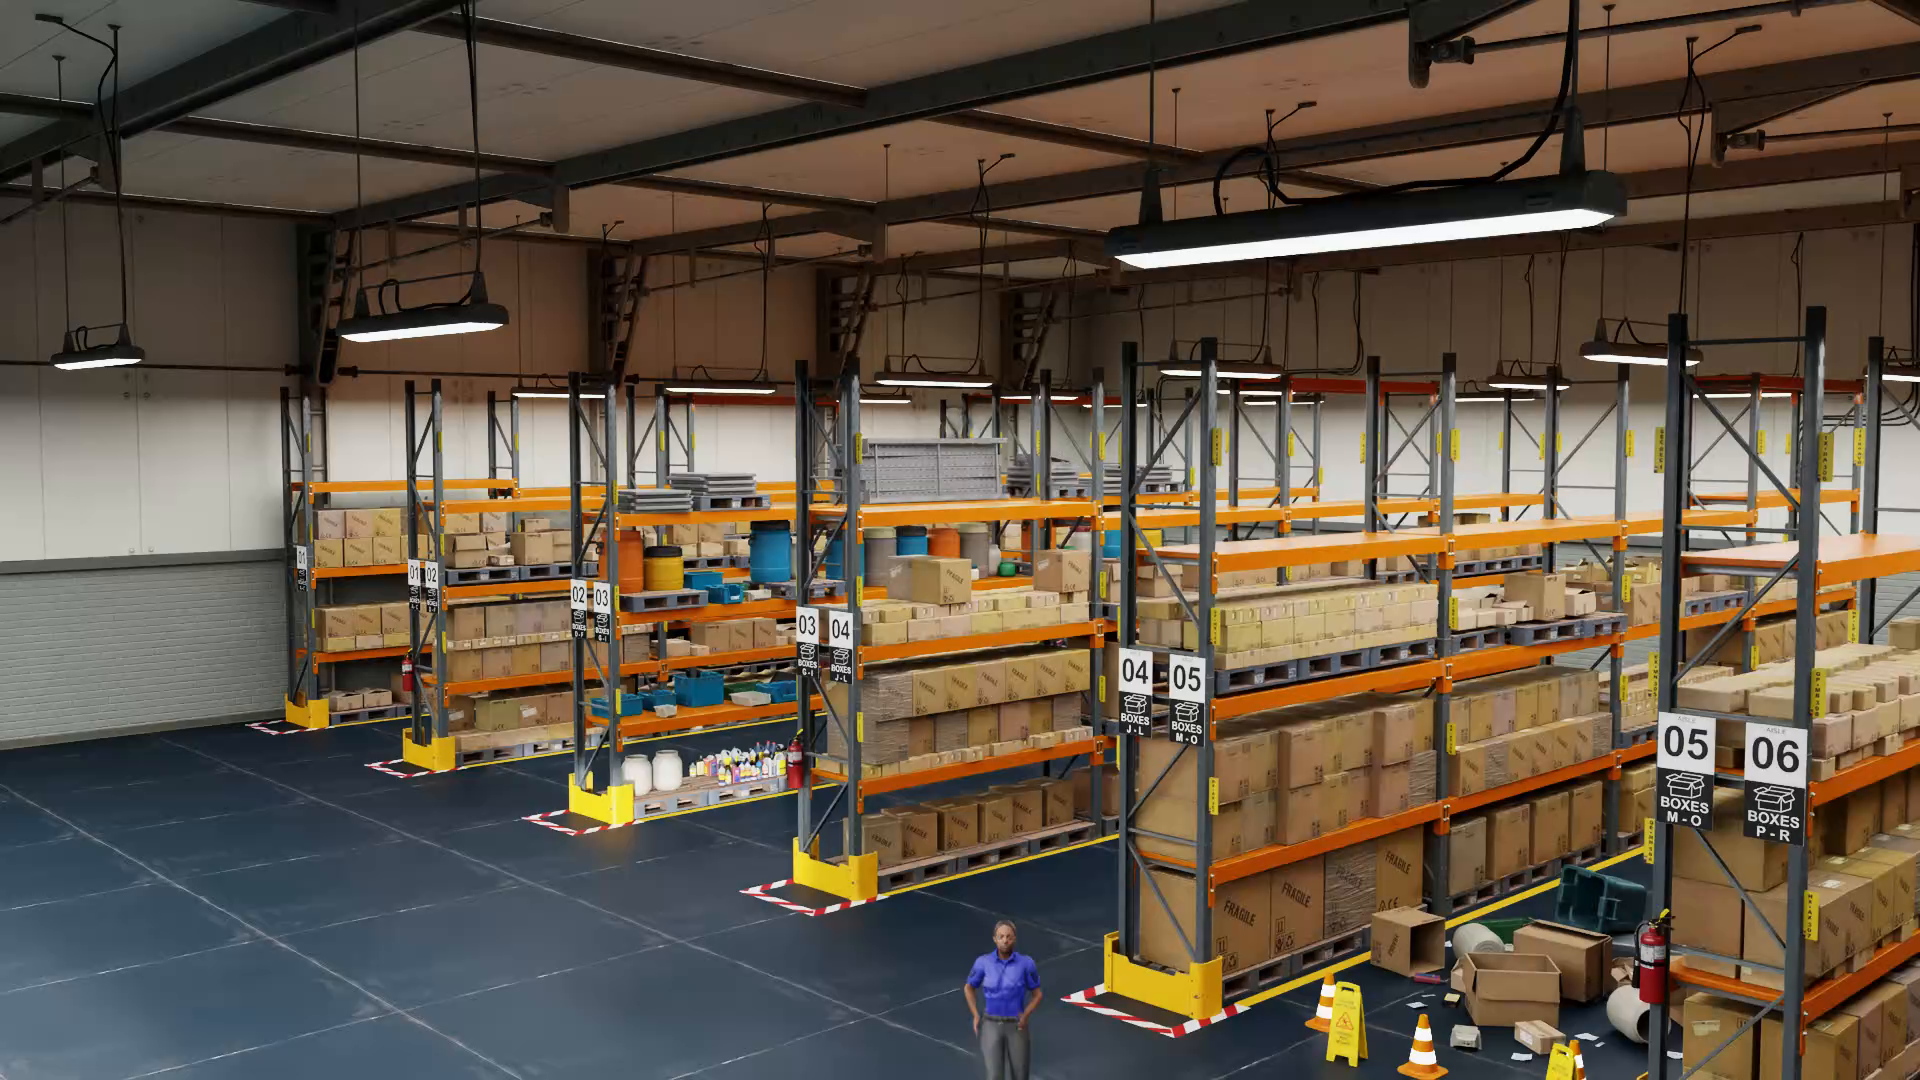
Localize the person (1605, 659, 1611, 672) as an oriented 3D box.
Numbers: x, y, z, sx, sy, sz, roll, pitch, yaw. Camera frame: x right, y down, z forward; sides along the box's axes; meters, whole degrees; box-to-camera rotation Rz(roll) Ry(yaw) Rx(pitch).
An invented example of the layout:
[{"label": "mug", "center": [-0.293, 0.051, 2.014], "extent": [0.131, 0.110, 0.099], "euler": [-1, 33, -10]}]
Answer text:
[{"label": "person", "center": [9.917, 2.665, 25.275], "extent": [0.628, 1.749, 0.657], "euler": [-3, 5, -38]}]

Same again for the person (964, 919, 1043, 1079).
[{"label": "person", "center": [0.316, 3.578, 12.186], "extent": [0.580, 1.607, 0.701], "euler": [0, 4, 1]}]
